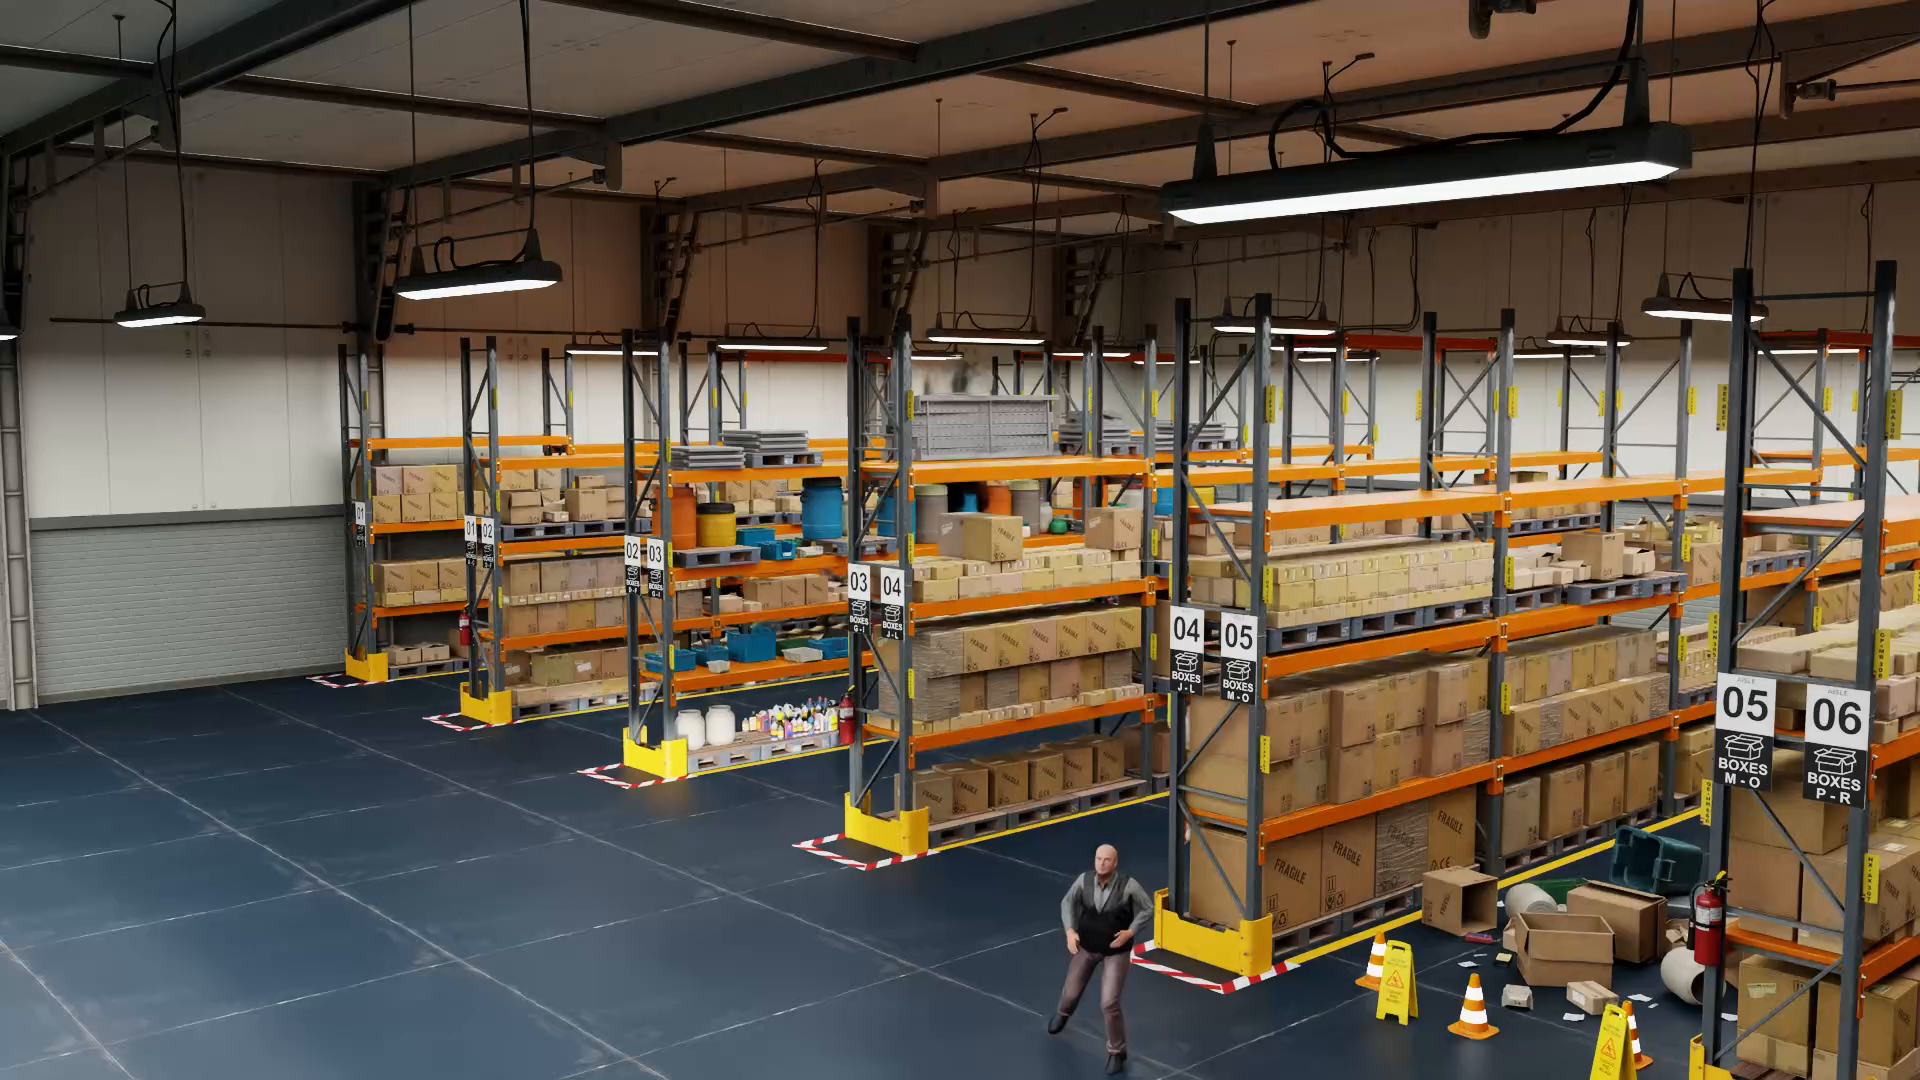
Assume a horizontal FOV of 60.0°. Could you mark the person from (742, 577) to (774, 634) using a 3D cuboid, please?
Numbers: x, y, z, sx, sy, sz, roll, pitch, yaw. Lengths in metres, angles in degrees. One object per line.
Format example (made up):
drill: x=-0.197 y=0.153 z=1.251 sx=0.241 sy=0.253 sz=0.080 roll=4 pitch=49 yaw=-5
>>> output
person: x=-3.695 y=1.521 z=31.614 sx=1.060 sy=1.715 sz=0.746 roll=-5 pitch=7 yaw=-41

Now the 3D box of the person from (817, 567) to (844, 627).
person: x=-2.674 y=1.289 z=33.576 sx=0.712 sy=1.764 sz=0.918 roll=4 pitch=6 yaw=36

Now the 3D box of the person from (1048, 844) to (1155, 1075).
person: x=1.068 y=3.192 z=12.906 sx=0.879 sy=1.721 sz=0.715 roll=2 pitch=5 yaw=17

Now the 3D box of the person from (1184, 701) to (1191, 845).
person: x=2.765 y=2.637 z=19.160 sx=0.561 sy=1.657 sz=0.918 roll=3 pitch=6 yaw=28
